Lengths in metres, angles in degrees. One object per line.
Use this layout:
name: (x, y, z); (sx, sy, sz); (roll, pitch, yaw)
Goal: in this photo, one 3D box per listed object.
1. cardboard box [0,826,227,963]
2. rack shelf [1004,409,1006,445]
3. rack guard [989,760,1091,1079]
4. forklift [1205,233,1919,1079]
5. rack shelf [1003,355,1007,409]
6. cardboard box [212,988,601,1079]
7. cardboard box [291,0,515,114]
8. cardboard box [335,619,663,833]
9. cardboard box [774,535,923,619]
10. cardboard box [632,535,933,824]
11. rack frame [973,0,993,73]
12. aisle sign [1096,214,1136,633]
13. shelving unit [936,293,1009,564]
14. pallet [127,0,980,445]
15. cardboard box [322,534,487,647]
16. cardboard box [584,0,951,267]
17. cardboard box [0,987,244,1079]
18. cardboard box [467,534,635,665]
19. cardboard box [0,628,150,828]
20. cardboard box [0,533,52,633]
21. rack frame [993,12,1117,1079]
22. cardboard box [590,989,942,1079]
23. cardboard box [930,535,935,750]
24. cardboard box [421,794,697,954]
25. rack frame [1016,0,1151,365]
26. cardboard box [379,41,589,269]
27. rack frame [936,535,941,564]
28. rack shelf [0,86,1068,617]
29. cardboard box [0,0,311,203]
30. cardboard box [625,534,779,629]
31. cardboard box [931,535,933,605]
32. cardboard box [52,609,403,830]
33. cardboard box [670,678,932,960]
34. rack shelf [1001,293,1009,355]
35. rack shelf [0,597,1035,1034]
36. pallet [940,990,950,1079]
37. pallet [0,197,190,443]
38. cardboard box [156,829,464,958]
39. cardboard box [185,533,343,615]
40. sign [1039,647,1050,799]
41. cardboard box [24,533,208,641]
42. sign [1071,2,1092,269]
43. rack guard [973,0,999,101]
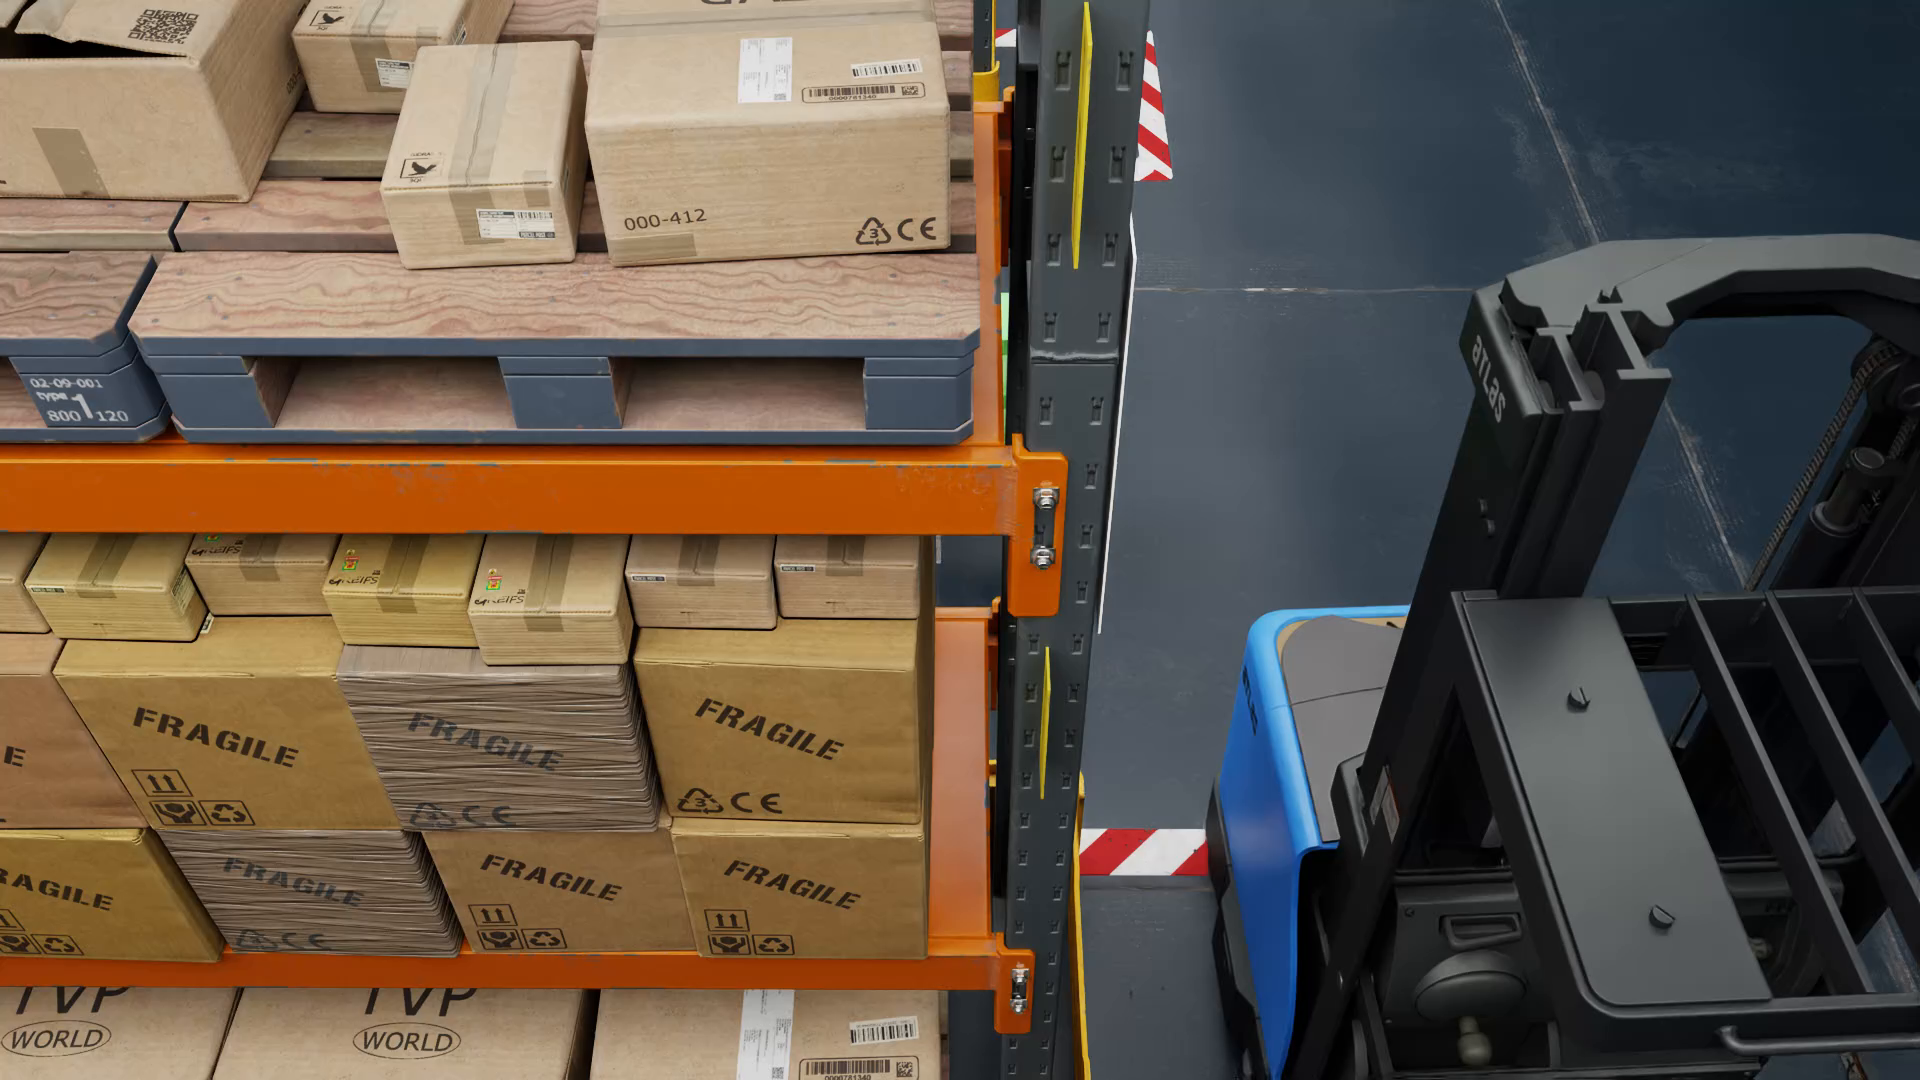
cardboard box: (-1.850, 0.564, 3.608); (0.500, 0.500, 0.500); (1, 47, 1)
rack shelf: (0.166, -0.365, 5.857); (0.480, 0.148, 0.258); (0, 47, 0)
rack guard: (0.190, 1.256, 4.740); (0.348, 0.500, 1.175); (0, 47, 0)
forklift: (1.371, 0.990, 3.326); (1.130, 2.935, 3.031); (-2, 47, -2)
rack shelf: (0.166, -0.528, 5.681); (0.480, 0.148, 0.258); (0, 47, 0)
cardboard box: (-1.410, 1.209, 4.539); (0.875, 0.438, 0.875); (1, 47, 1)
cardboard box: (-0.922, -0.881, 2.788); (0.250, 0.149, 0.380); (2, 47, 2)
cardboard box: (-0.840, 0.222, 3.242); (0.500, 0.500, 0.500); (0, 47, 0)
cardboard box: (-0.194, -0.046, 3.049); (0.250, 0.149, 0.380); (1, 47, 1)
cardboard box: (-0.317, 0.202, 3.261); (0.500, 0.500, 0.500); (2, 47, 1)
rack frame: (0.083, -3.220, 7.198); (0.127, 3.000, 1.000); (0, 47, 0)
aisle sign: (0.236, -0.255, 2.662); (0.004, 0.787, 0.394); (0, 47, 0)
shelving unit: (0.166, -0.408, 5.810); (0.503, 1.200, 0.258); (0, 47, 0)
pallet: (-0.576, -0.582, 2.754); (1.213, 0.211, 1.003); (0, 47, 0)
cardboard box: (-0.958, 0.001, 3.005); (0.250, 0.149, 0.380); (1, 47, 1)
cardboard box: (-0.285, -0.679, 2.531); (0.500, 0.250, 0.500); (-4, 47, -3)
cardboard box: (-2.312, 1.205, 4.542); (0.875, 0.438, 0.875); (-1, 47, -1)
cardboard box: (-0.706, 0.032, 2.977); (0.250, 0.149, 0.380); (0, 47, 0)
cardboard box: (-1.837, 0.216, 3.248); (0.500, 0.500, 0.500); (0, 47, 0)
cardboard box: (-1.733, -0.024, 3.028); (0.250, 0.149, 0.380); (2, 47, 1)
rack frame: (0.166, 0.404, 3.825); (0.127, 3.000, 1.000); (0, 47, 0)
cardboard box: (-0.495, 1.205, 4.542); (0.875, 0.438, 0.875); (-1, 47, -1)
cardboard box: (-0.313, 0.159, 3.985); (0.500, 0.500, 0.500); (0, 47, 0)
cardboard box: (-0.820, 0.550, 3.621); (0.500, 0.500, 0.500); (-1, 47, -1)
rack frame: (0.166, -1.640, 1.629); (0.127, 3.000, 1.000); (0, 47, 0)
cardboard box: (-0.704, -0.587, 2.515); (0.250, 0.149, 0.380); (-3, 47, -3)
rack frame: (-0.078, -0.409, 5.811); (0.015, 1.200, 0.240); (0, 47, 0)
rack shelf: (-1.834, -0.378, 2.995); (4.000, 0.370, 1.077); (0, 47, 0)
cardboard box: (-1.331, -0.805, 2.607); (0.500, 0.311, 0.500); (1, 47, 1)
cardboard box: (-0.448, -0.029, 3.033); (0.250, 0.149, 0.380); (1, 47, 1)
cardboard box: (-0.313, -0.180, 3.617); (0.500, 0.500, 0.500); (-1, 47, -1)
cardboard box: (-1.335, 0.219, 3.246); (0.500, 0.500, 0.500); (0, 47, 0)
cardboard box: (-0.318, 0.562, 3.609); (0.500, 0.500, 0.500); (0, 47, 0)
rack shelf: (0.166, -0.692, 5.506); (0.480, 0.148, 0.258); (0, 47, 0)
rack shelf: (-1.834, 0.644, 4.093); (4.000, 0.370, 1.077); (0, 47, 0)
pallet: (-0.634, 1.409, 4.794); (1.213, 0.211, 1.003); (0, 47, 0)
pallet: (-1.799, -0.583, 2.755); (1.213, 0.211, 1.003); (0, 47, 0)
cardboard box: (-1.334, 0.556, 3.615); (0.500, 0.500, 0.500); (1, 47, 1)
cardboard box: (-1.219, -0.052, 3.054); (0.250, 0.149, 0.380); (0, 47, 0)
sign: (0.150, 0.326, 2.944); (0.005, 0.325, 0.100); (0, 47, 0)
cardboard box: (-1.470, -0.009, 3.015); (0.250, 0.149, 0.380); (1, 47, 1)
sign: (0.150, -0.495, 2.062); (0.005, 0.325, 0.100); (0, 47, 0)
rack guard: (0.007, -2.368, 8.113); (0.348, 0.500, 1.175); (0, 47, 0)
